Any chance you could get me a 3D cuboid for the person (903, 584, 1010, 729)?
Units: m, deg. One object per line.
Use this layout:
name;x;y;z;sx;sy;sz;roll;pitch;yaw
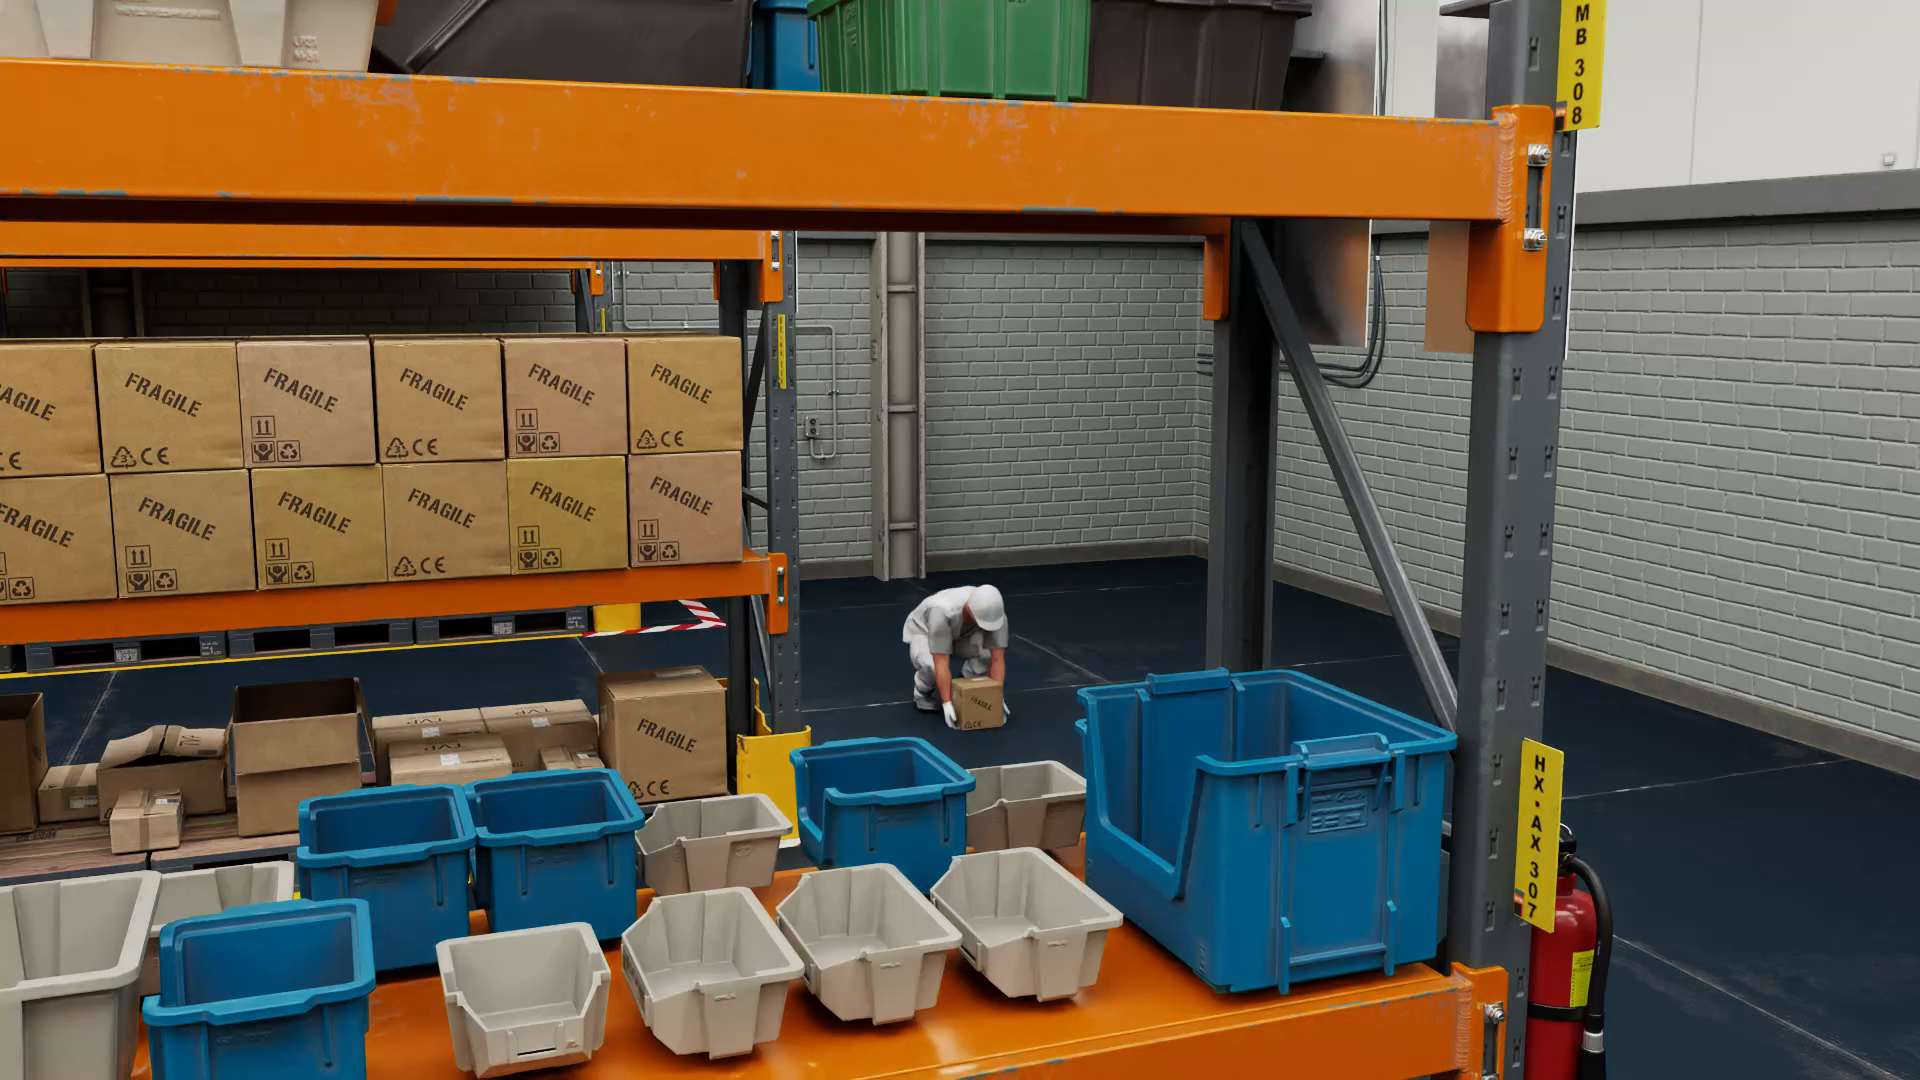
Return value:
person;-0.015;0.647;9.908;0.558;0.883;0.899;-3;9;-21
